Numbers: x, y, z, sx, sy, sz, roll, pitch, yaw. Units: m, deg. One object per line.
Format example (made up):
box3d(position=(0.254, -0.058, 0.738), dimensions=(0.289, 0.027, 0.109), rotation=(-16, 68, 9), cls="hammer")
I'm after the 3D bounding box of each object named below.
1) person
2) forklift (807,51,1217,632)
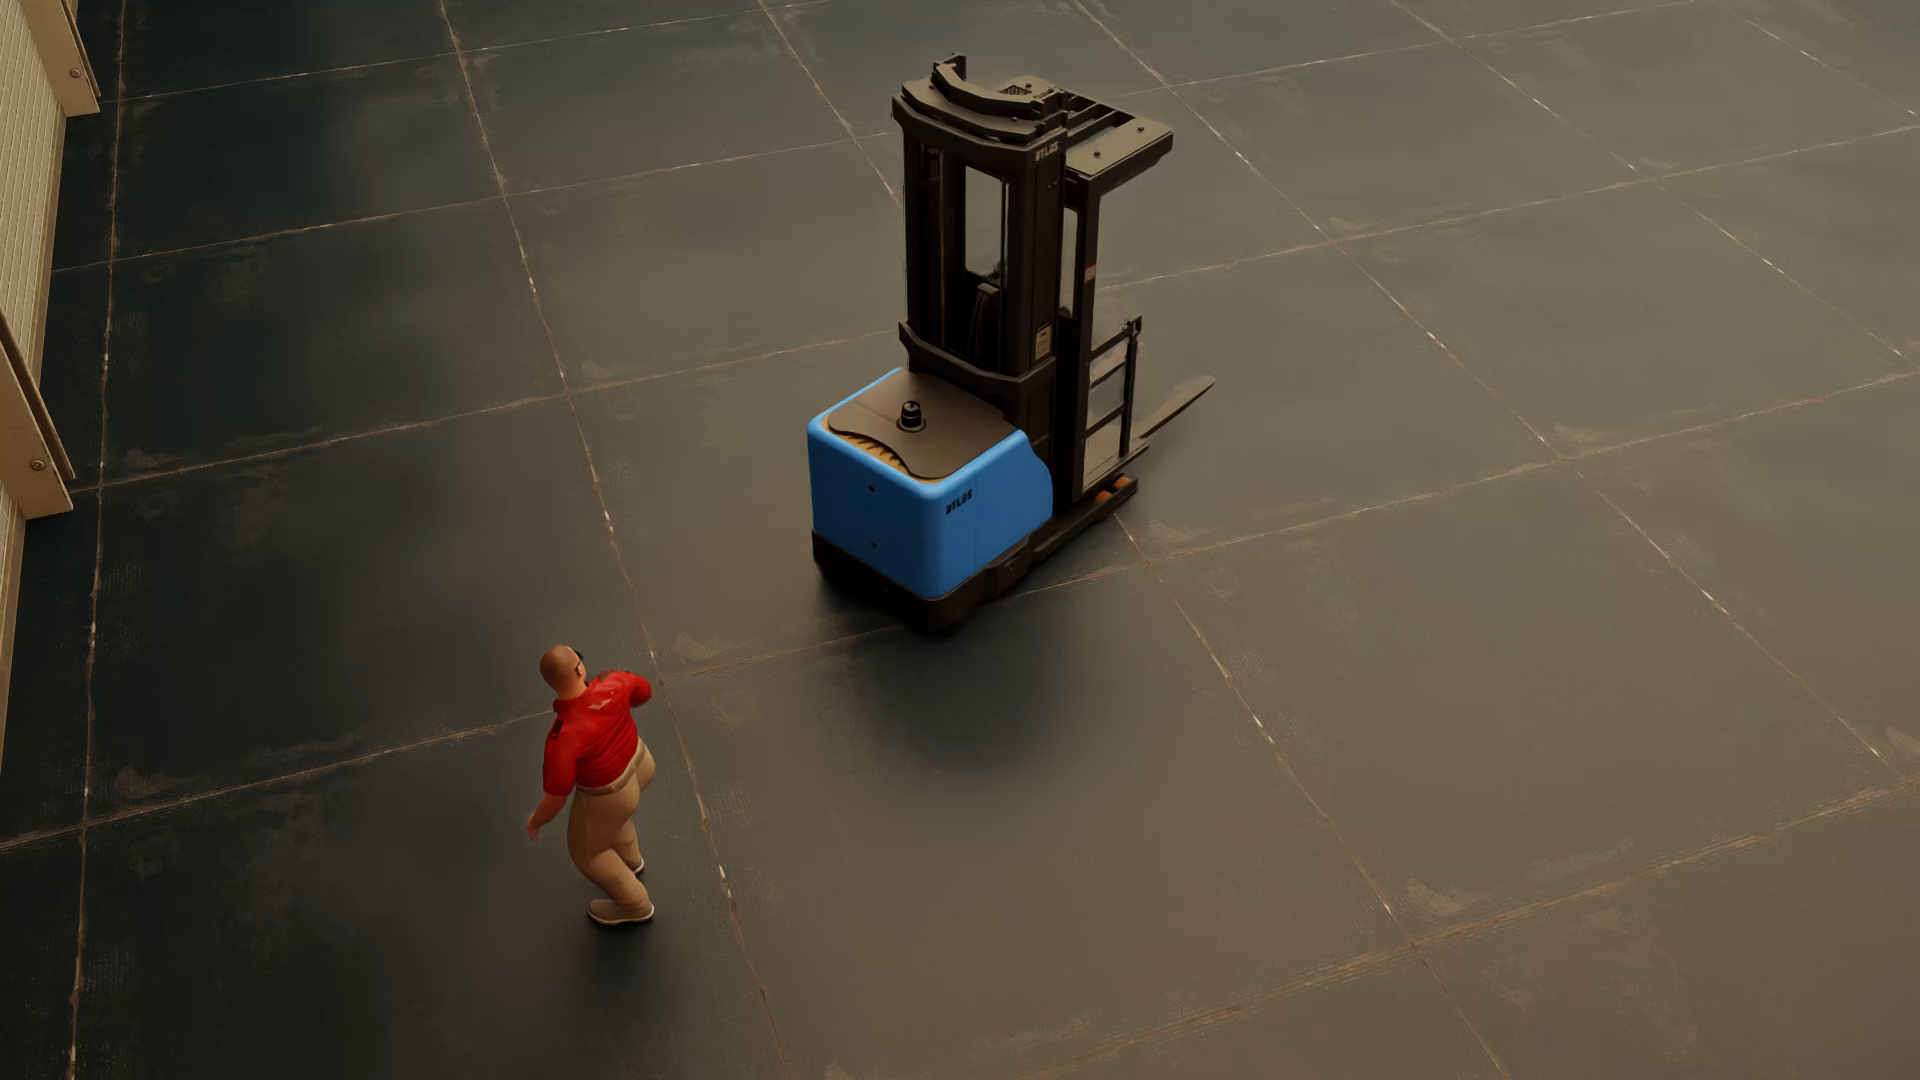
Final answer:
box3d(position=(-1.707, 1.118, 7.640), dimensions=(0.510, 1.692, 0.740), rotation=(12, 42, 14), cls="person")
box3d(position=(0.475, -1.462, 9.738), dimensions=(1.130, 2.935, 3.031), rotation=(30, 48, 31), cls="forklift")
